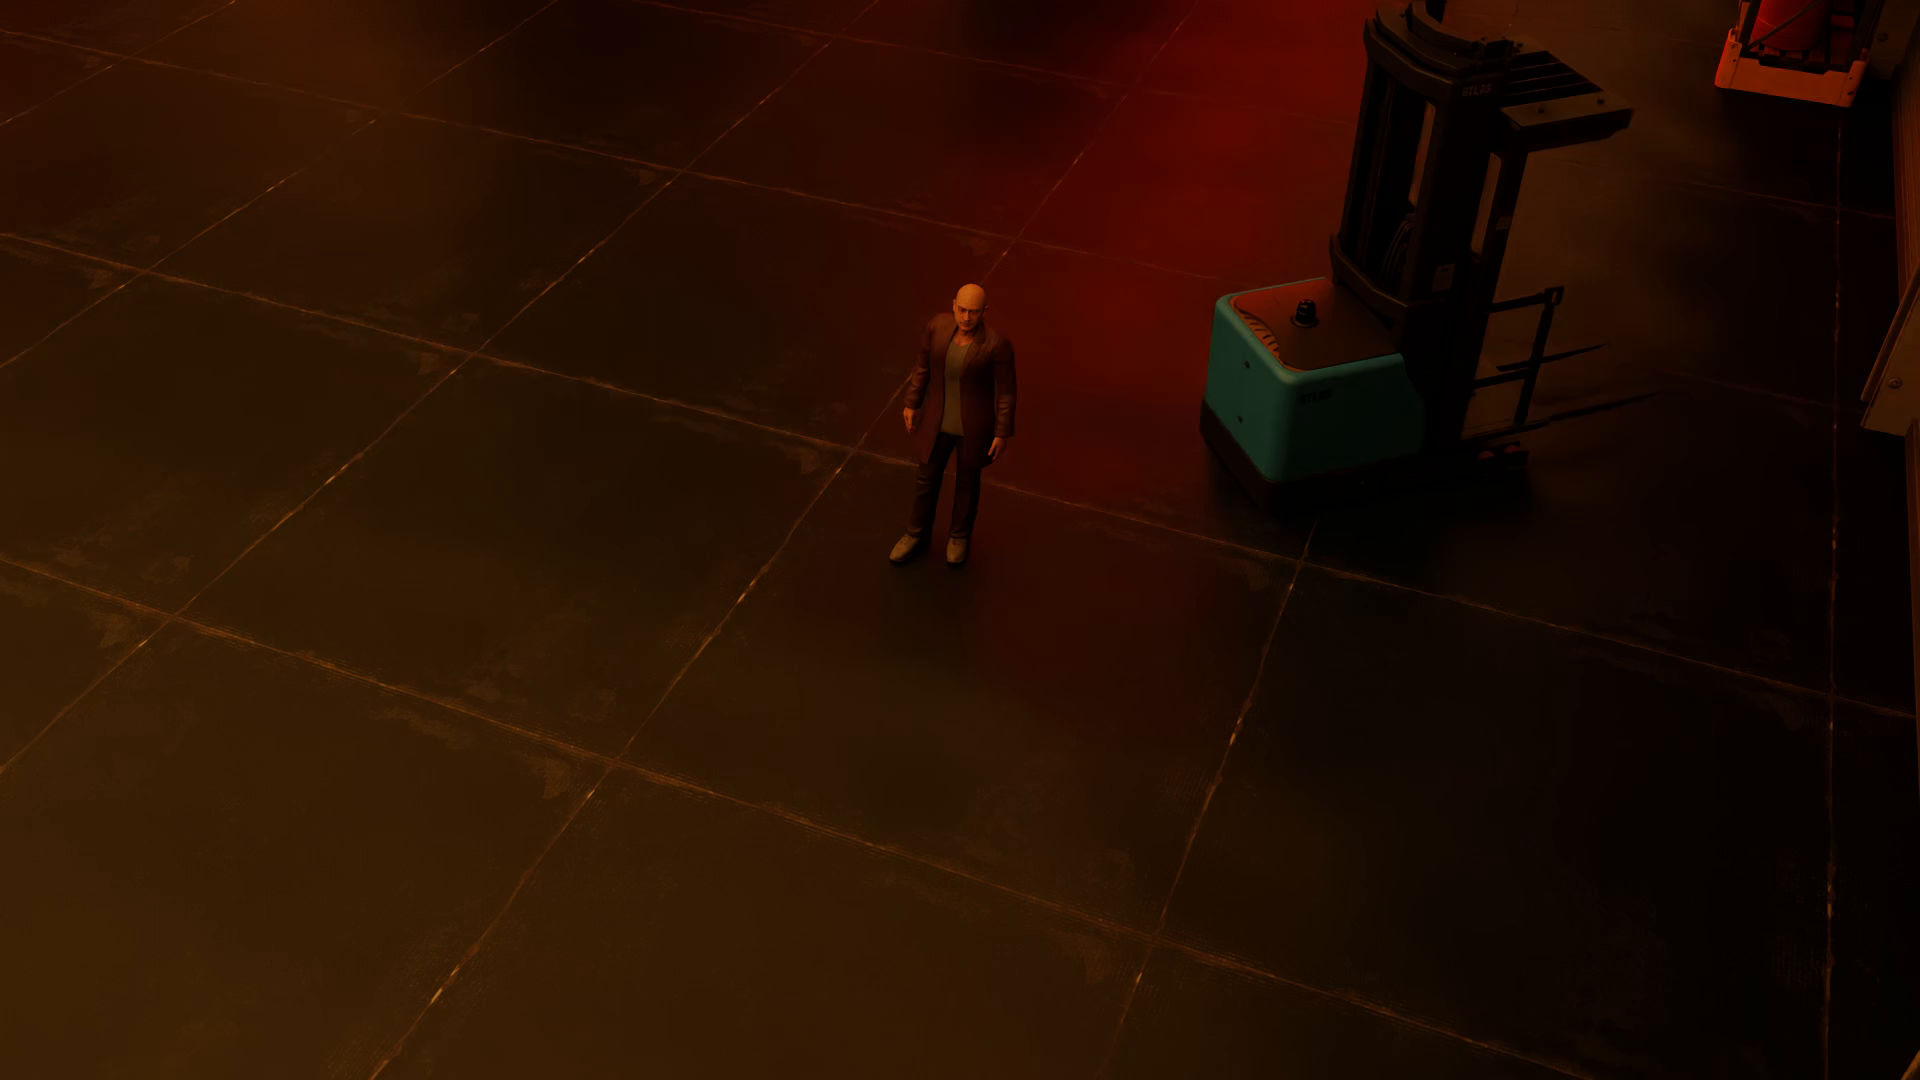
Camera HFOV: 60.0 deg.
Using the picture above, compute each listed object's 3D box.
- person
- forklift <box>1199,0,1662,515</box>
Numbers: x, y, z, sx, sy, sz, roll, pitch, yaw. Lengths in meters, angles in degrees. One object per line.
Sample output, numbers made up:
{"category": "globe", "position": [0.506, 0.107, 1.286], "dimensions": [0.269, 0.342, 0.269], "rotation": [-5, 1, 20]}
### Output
{"category": "person", "position": [-0.039, -0.635, 9.652], "dimensions": [0.696, 1.776, 0.582], "rotation": [15, 42, 17]}
{"category": "forklift", "position": [3.165, -1.847, 10.213], "dimensions": [3.031, 2.935, 1.130], "rotation": [-12, 41, -14]}
